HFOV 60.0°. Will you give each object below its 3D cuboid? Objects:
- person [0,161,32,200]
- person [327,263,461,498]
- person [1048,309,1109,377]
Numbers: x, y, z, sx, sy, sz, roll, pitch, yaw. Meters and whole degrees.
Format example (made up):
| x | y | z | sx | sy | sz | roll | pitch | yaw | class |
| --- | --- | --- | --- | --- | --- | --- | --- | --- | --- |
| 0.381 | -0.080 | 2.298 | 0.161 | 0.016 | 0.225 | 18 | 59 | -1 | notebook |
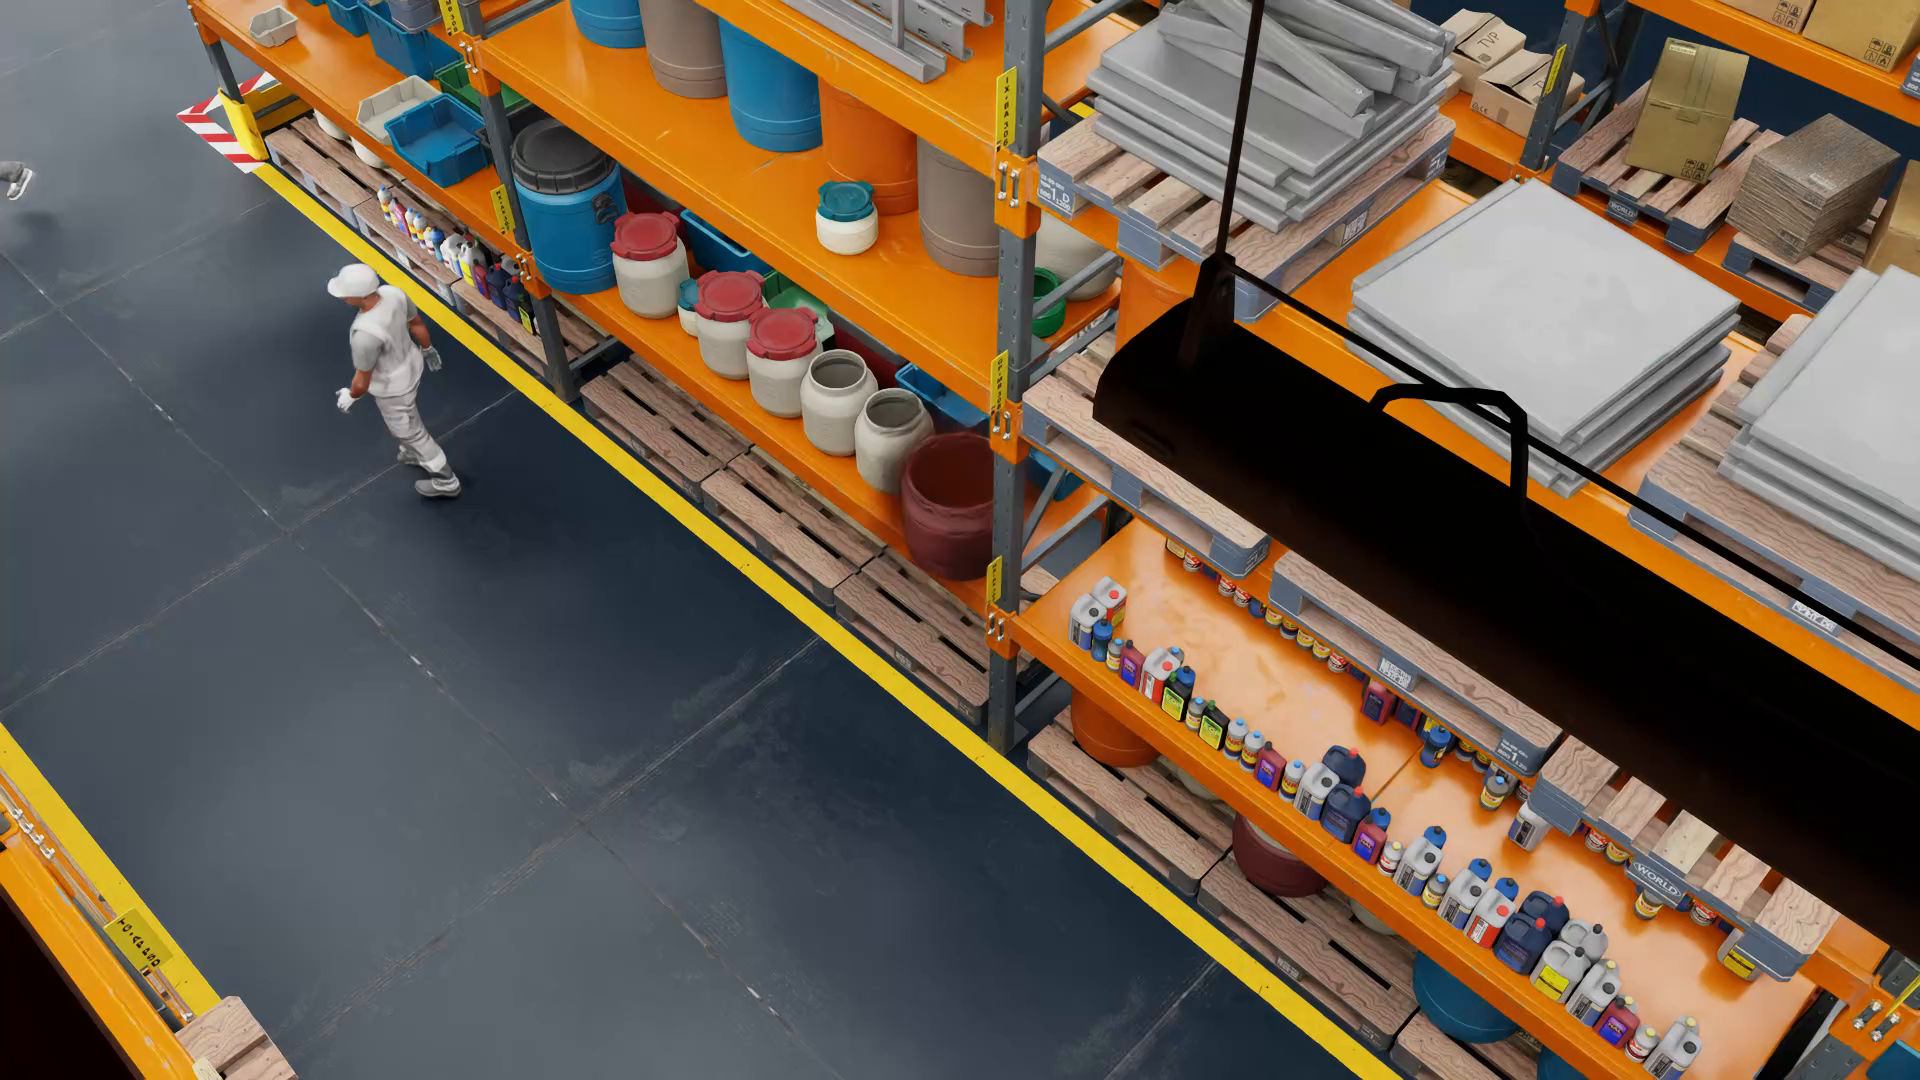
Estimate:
| x | y | z | sx | sy | sz | roll | pitch | yaw | class |
| --- | --- | --- | --- | --- | --- | --- | --- | --- | --- |
| -7.294 | -2.903 | 11.860 | 0.869 | 1.458 | 0.448 | -34 | 58 | -25 | person |
| -3.443 | -0.956 | 10.063 | 0.564 | 1.856 | 0.586 | 5 | 50 | 4 | person |
| 0.763 | -1.131 | 10.276 | 0.529 | 1.659 | 0.583 | 29 | 56 | 22 | person |
